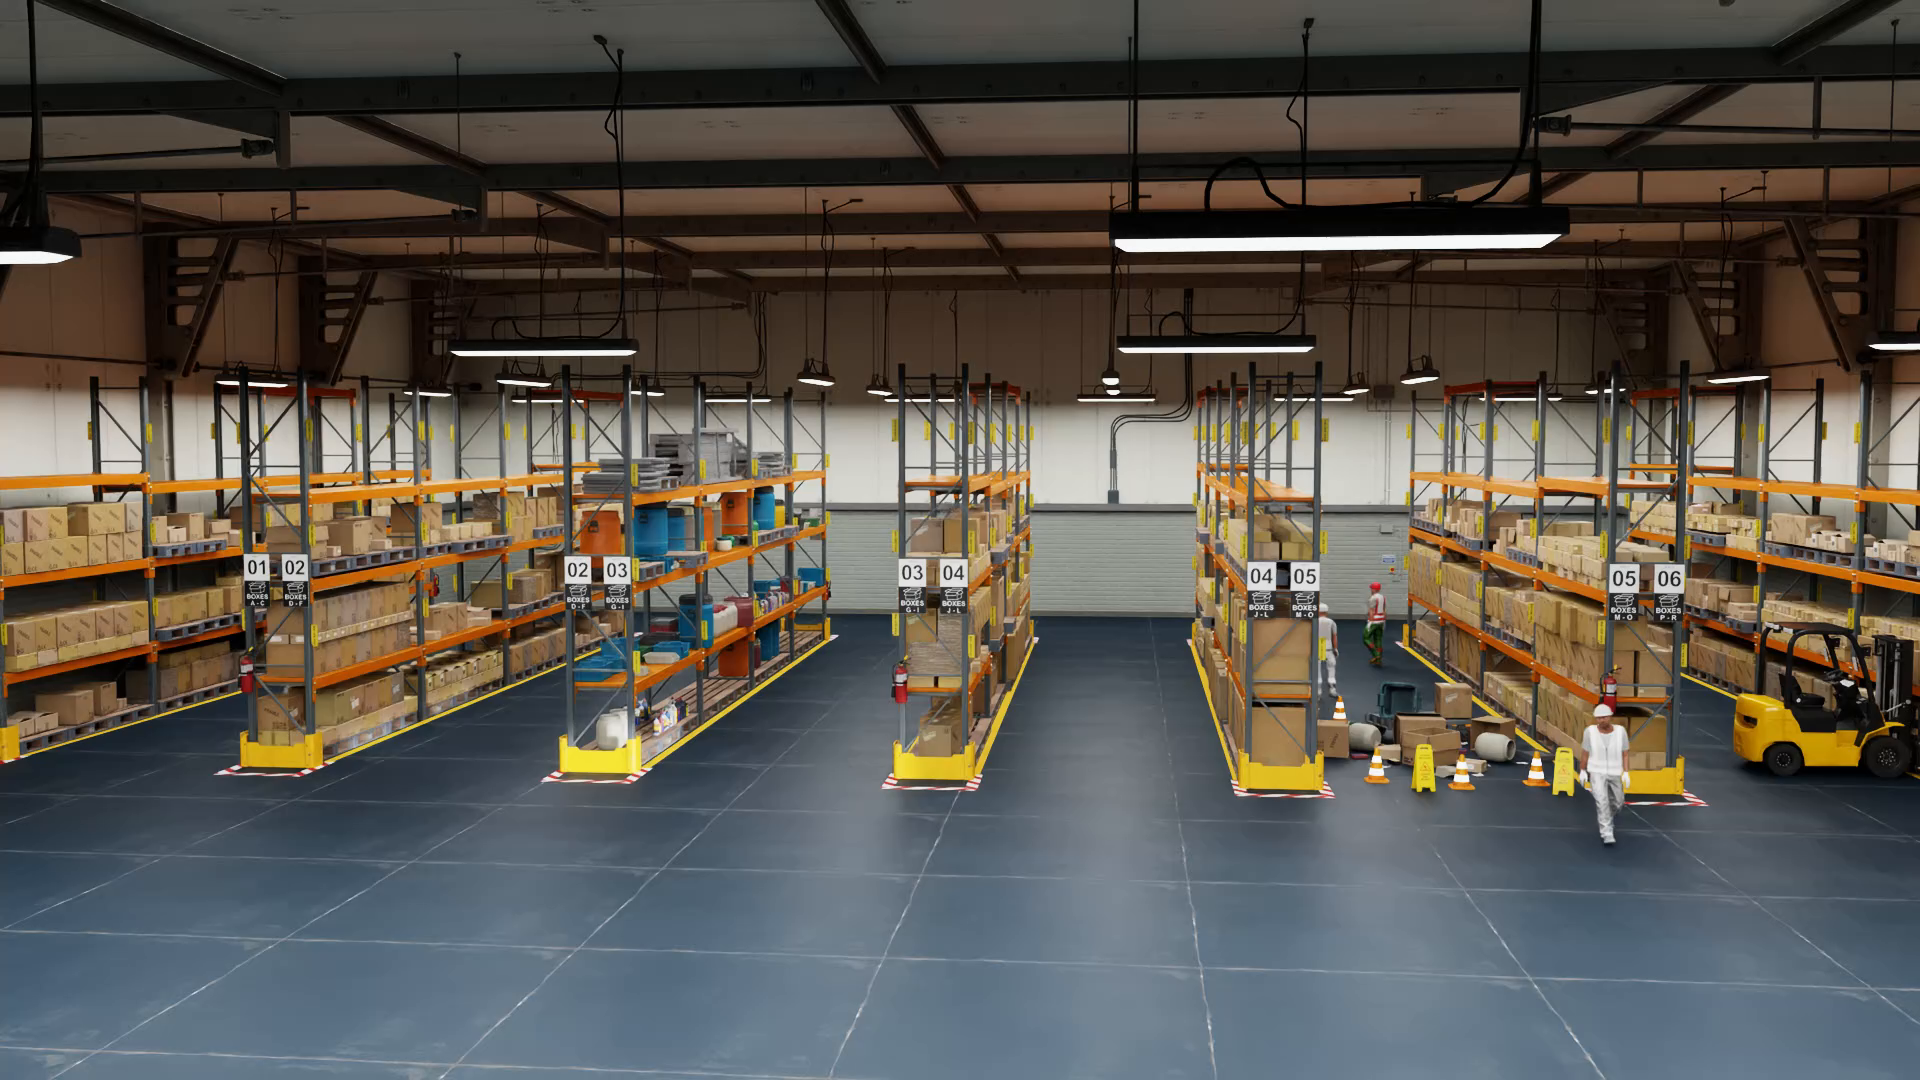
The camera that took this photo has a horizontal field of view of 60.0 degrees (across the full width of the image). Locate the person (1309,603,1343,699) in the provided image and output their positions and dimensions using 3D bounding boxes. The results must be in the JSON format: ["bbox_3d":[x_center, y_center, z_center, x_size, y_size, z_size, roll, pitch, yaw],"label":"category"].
[{"bbox_3d":[6.896,2.097,31.391,0.674,1.799,0.455,1,4,11],"label":"person"}]

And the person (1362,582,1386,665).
[{"bbox_3d":[9.001,1.805,35.913,0.603,1.790,0.472,-3,5,-39],"label":"person"}]

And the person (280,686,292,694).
[{"bbox_3d":[-12.728,2.079,31.889,0.683,1.705,1.079,0,4,-4],"label":"person"}]

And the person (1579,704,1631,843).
[{"bbox_3d":[7.969,2.853,20.524,0.554,1.673,1.055,1,4,11],"label":"person"}]

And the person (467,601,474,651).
[{"bbox_3d":[-10.692,1.863,36.703,0.400,1.534,0.998,1,4,8],"label":"person"}]
